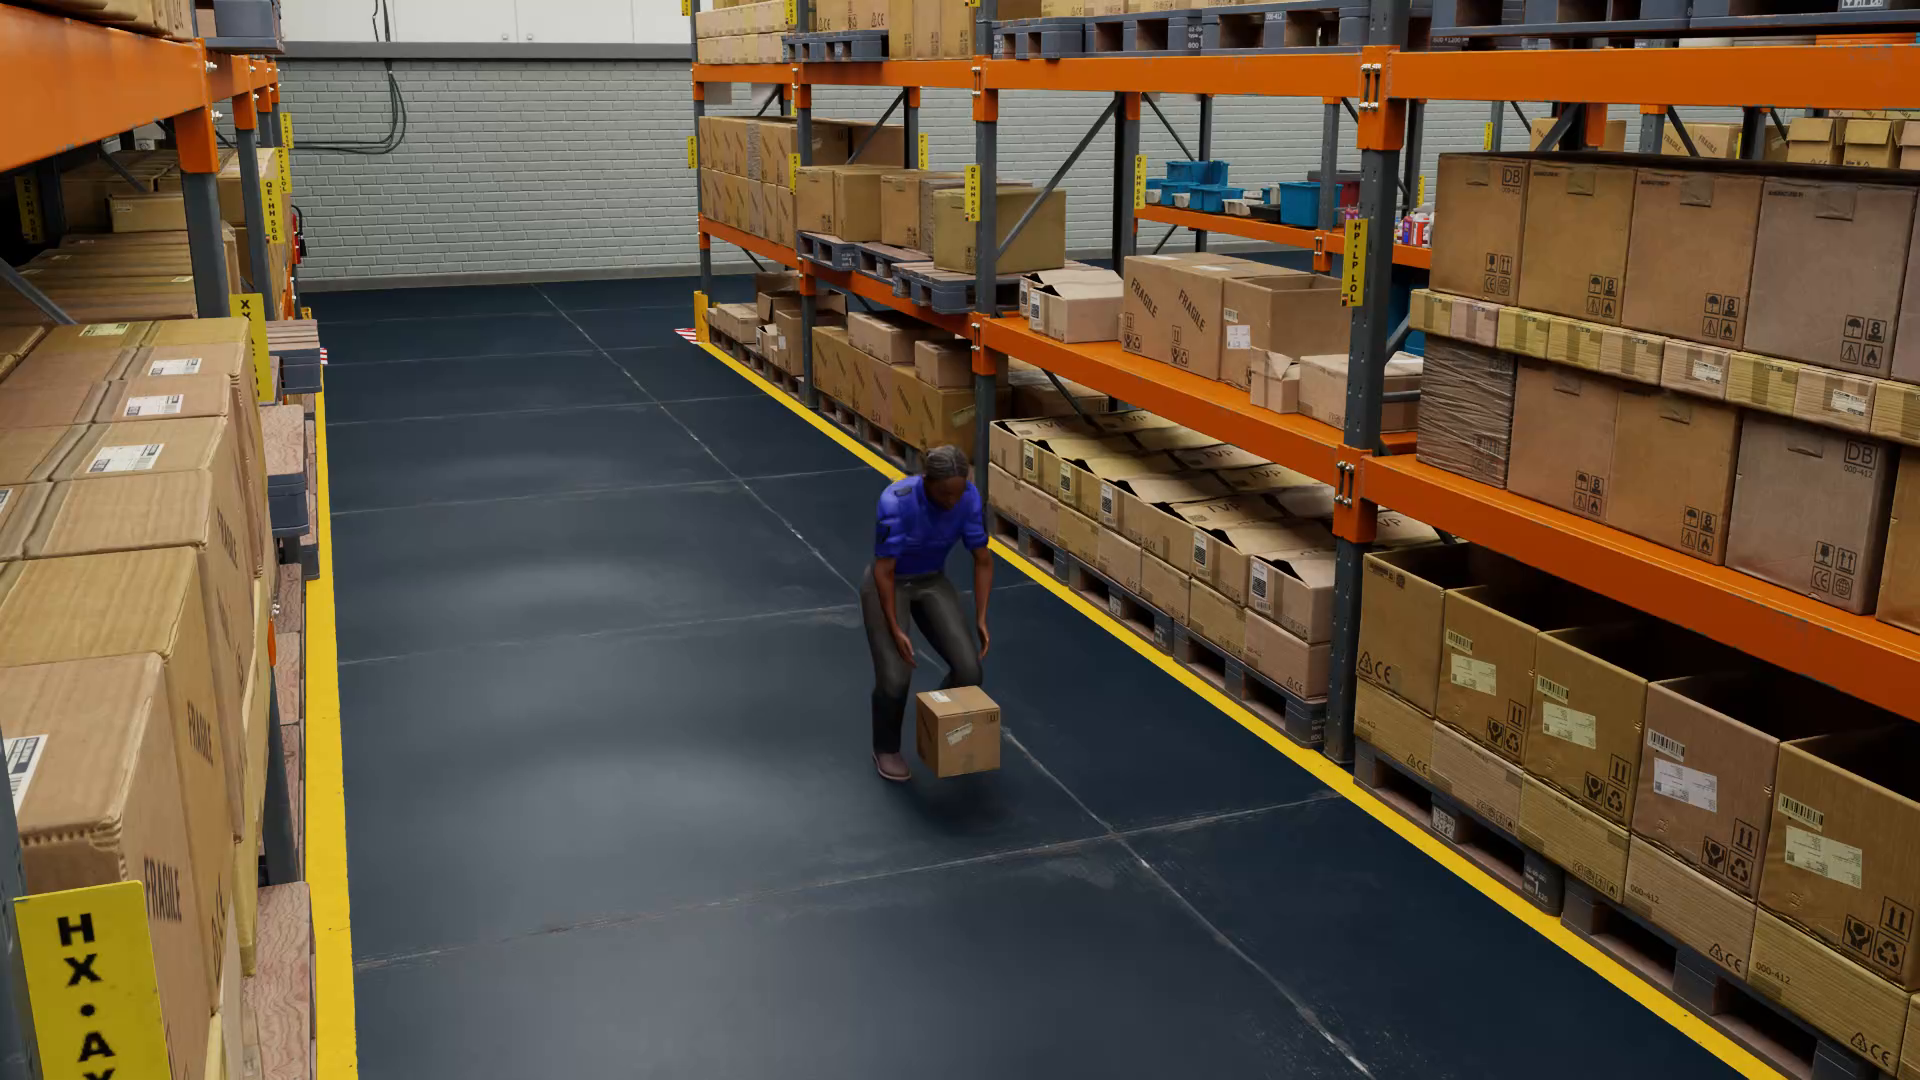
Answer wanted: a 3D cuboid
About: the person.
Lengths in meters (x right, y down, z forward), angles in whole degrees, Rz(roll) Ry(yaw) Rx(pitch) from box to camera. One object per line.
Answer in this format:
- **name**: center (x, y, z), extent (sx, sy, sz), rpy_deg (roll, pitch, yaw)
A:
- **person**: center (-0.129, 0.260, 6.626), extent (0.495, 1.390, 0.616), rpy_deg (-6, 17, -20)
